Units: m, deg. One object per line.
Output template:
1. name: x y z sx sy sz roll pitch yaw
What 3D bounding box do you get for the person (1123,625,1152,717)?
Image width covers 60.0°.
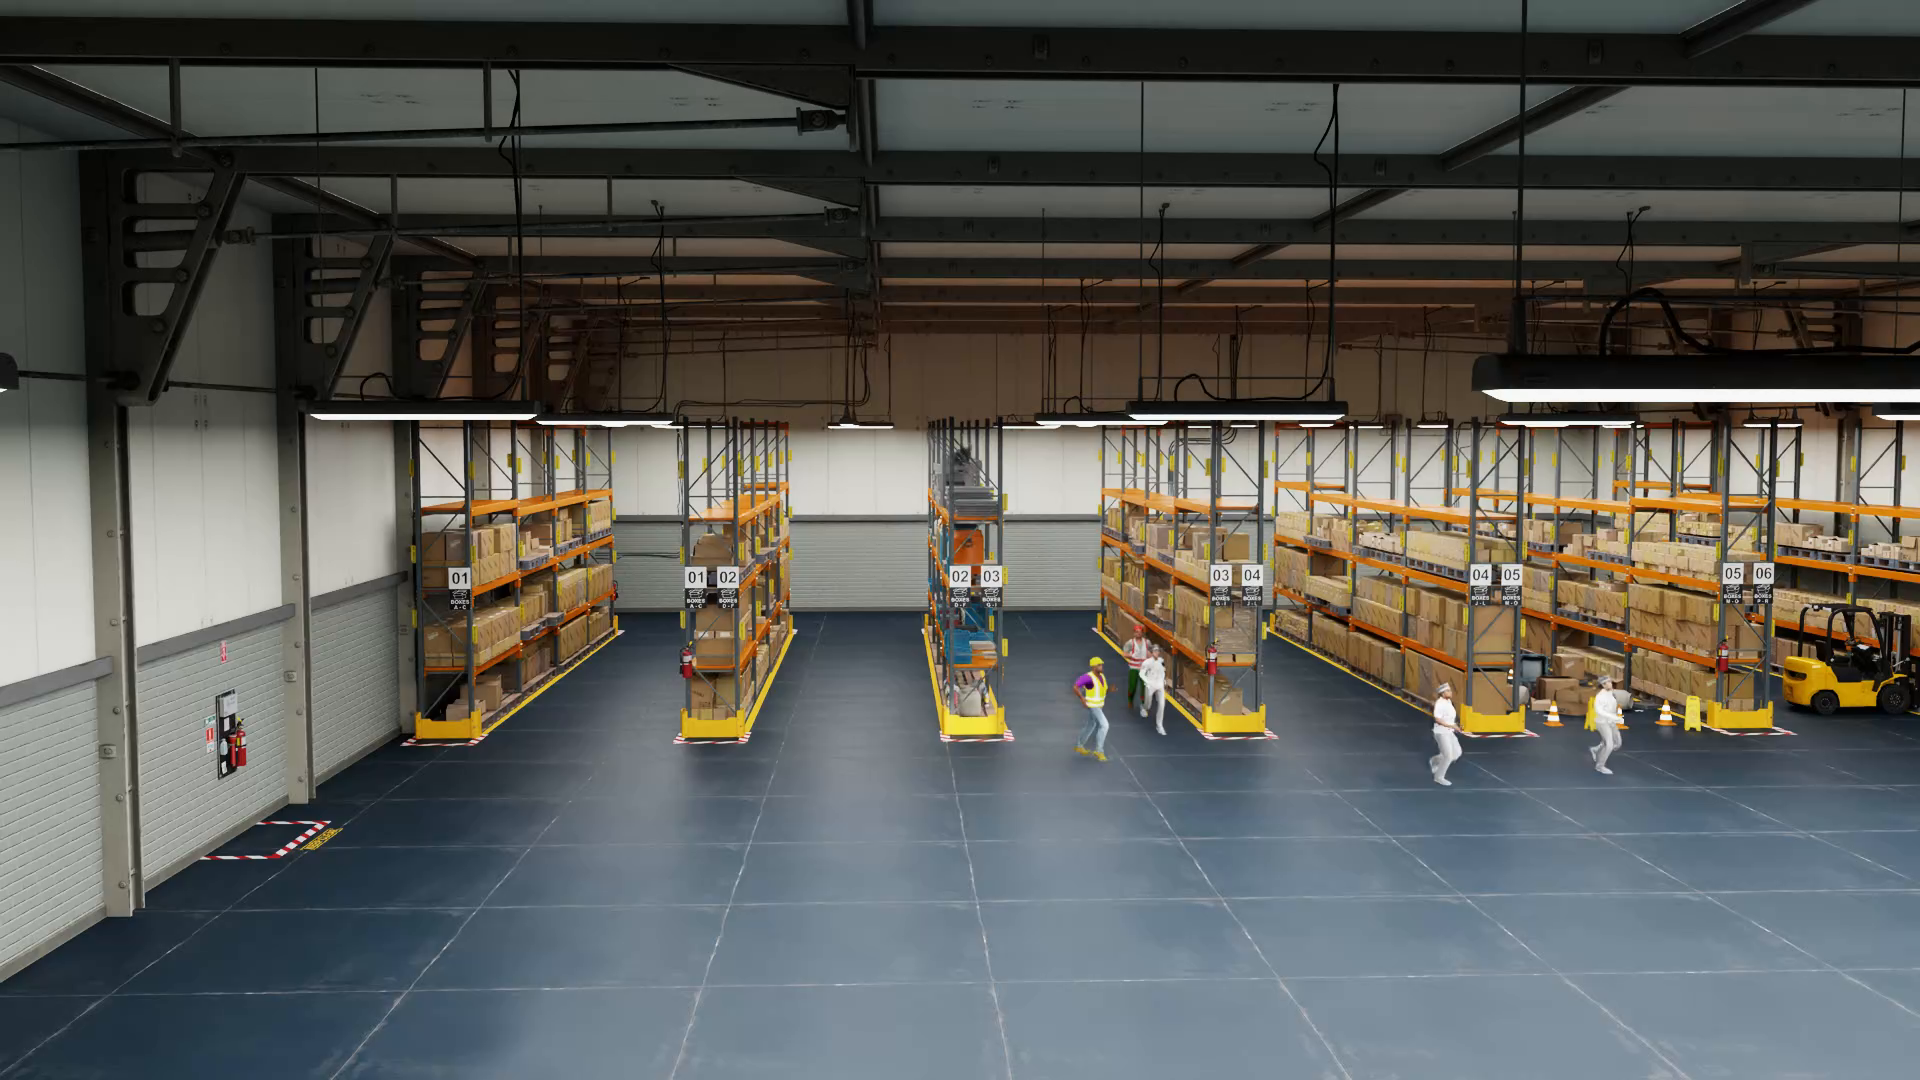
1. person: 3.612 2.609 33.650 0.661 1.790 0.969 0 4 -5

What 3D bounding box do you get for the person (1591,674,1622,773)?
1. person: 10.858 3.076 27.899 0.537 1.665 0.658 3 5 42

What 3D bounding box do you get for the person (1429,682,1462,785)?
1. person: 7.885 3.132 27.012 0.572 1.667 0.613 3 5 34

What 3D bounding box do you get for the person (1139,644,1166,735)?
1. person: 3.710 2.827 31.894 0.592 1.694 1.025 -1 4 -11

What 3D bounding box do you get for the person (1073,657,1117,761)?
1. person: 2.361 2.957 29.121 0.767 1.836 0.661 2 4 26
